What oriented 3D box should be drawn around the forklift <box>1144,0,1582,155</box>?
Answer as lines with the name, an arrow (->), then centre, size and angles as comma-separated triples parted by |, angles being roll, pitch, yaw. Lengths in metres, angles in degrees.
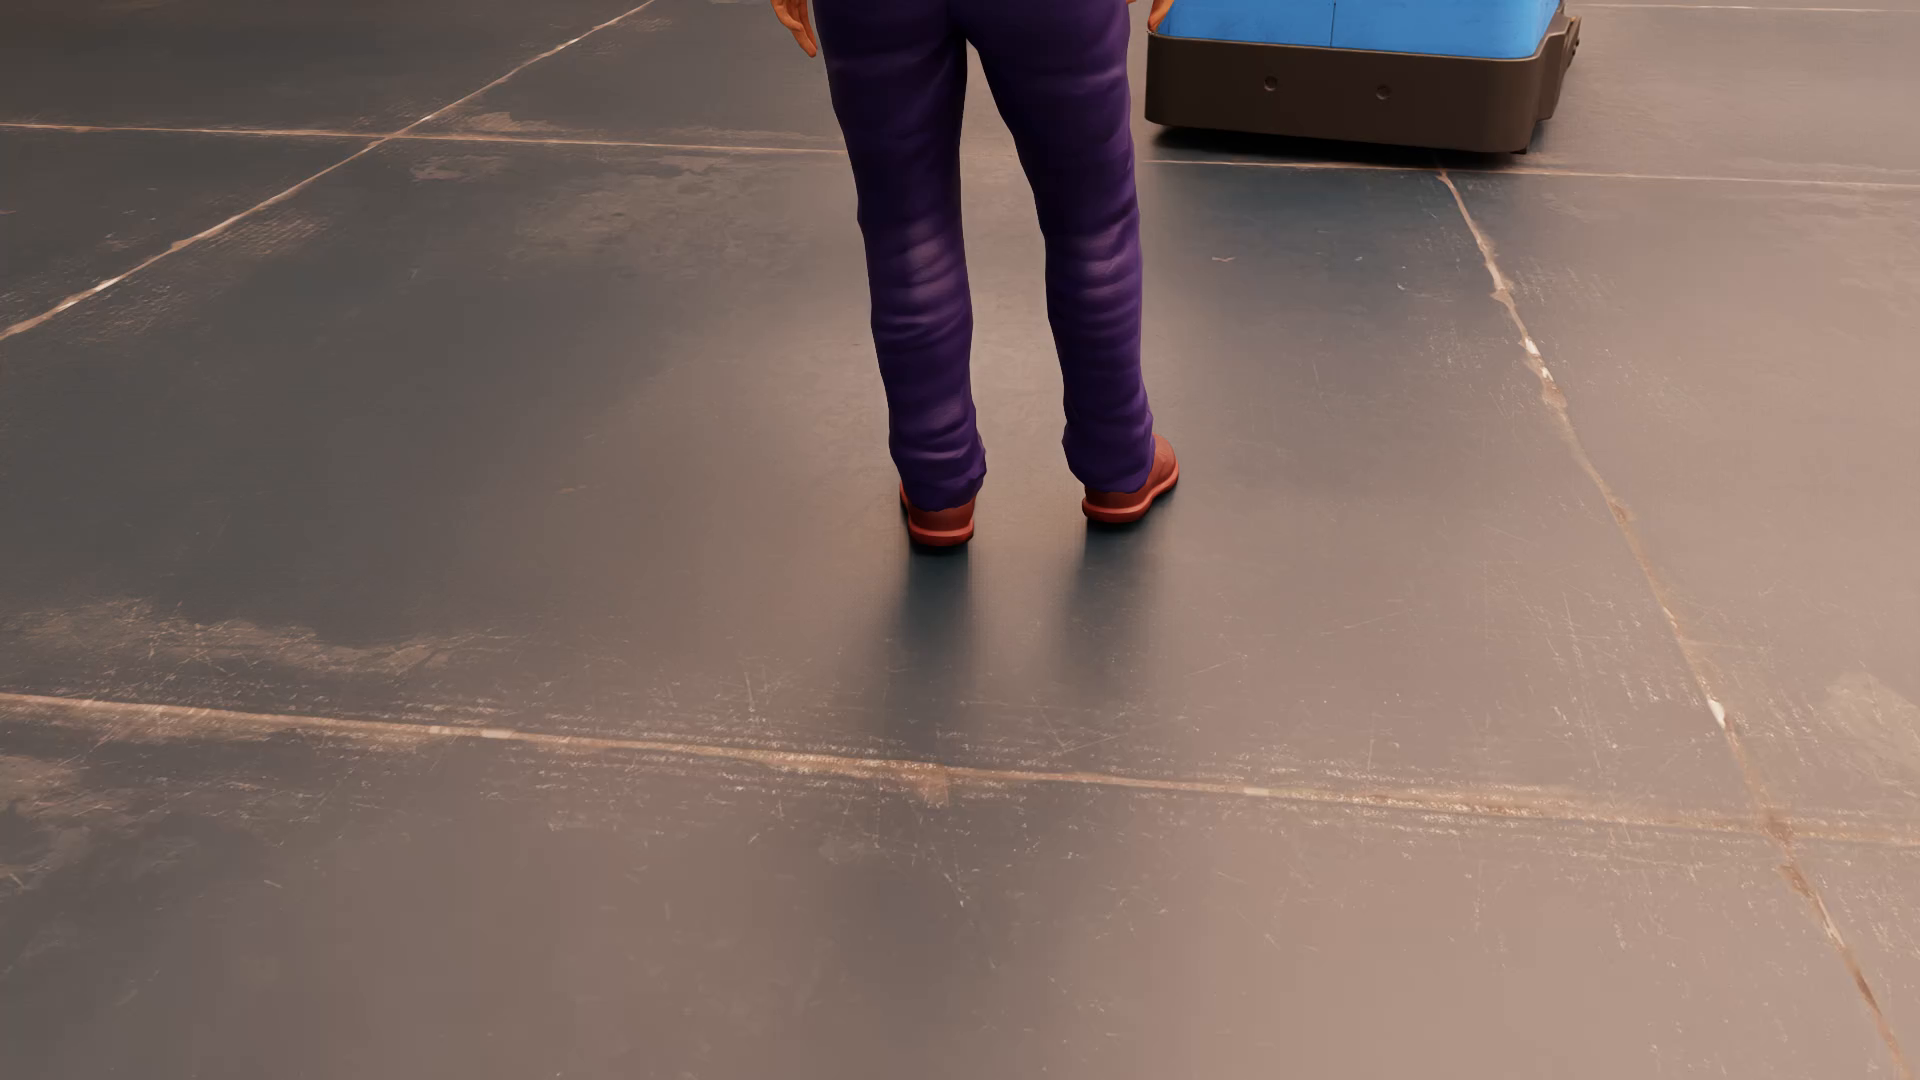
forklift -> 1.546, -2.967, 5.164 | 1.130, 2.935, 3.031 | 10, 28, 19

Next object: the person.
person -> 0.035, -0.776, 2.209 | 0.598, 1.638, 0.502 | 3, 27, 7
